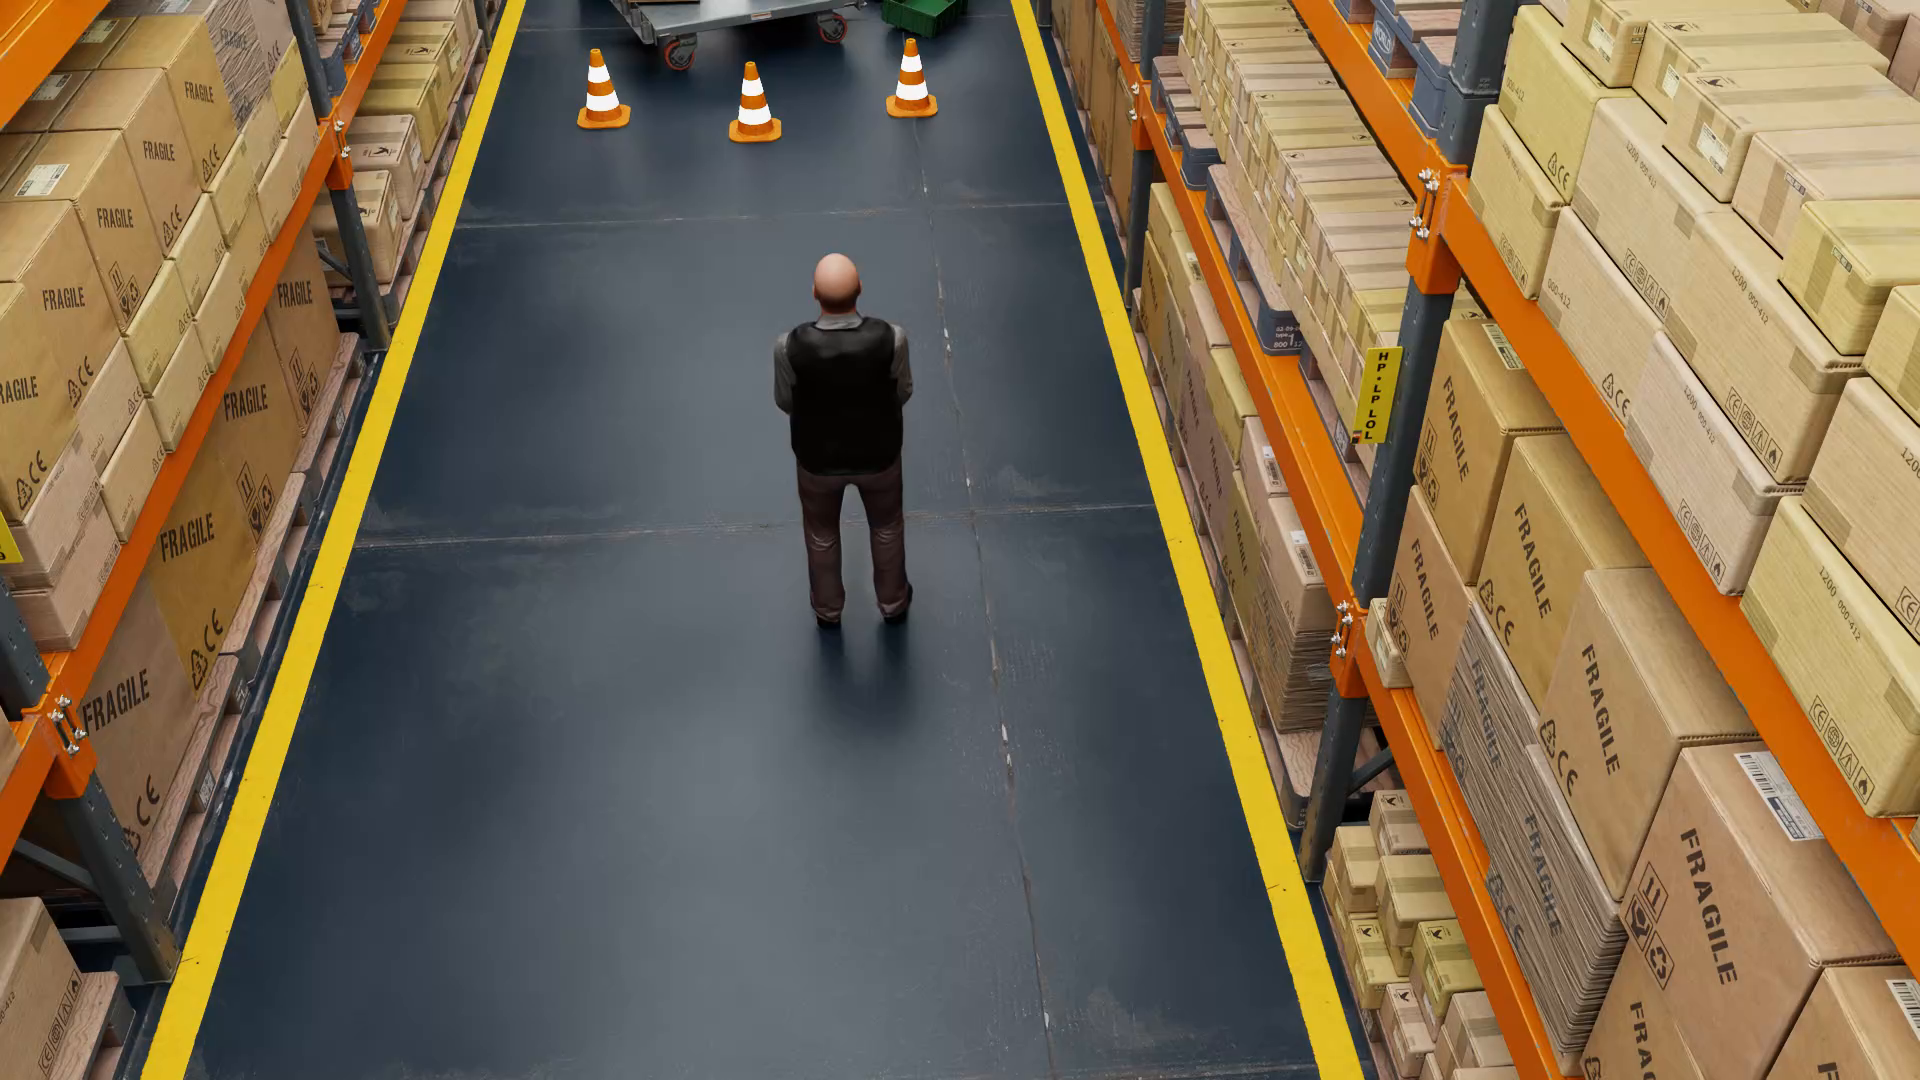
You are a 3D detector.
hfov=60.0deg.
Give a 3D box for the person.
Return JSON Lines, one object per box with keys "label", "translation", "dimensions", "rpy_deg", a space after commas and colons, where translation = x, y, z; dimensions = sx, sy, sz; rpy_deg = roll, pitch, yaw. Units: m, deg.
{"label": "person", "translation": [-0.454, -0.382, 6.642], "dimensions": [0.542, 1.728, 0.493], "rpy_deg": [-4, 39, -5]}
